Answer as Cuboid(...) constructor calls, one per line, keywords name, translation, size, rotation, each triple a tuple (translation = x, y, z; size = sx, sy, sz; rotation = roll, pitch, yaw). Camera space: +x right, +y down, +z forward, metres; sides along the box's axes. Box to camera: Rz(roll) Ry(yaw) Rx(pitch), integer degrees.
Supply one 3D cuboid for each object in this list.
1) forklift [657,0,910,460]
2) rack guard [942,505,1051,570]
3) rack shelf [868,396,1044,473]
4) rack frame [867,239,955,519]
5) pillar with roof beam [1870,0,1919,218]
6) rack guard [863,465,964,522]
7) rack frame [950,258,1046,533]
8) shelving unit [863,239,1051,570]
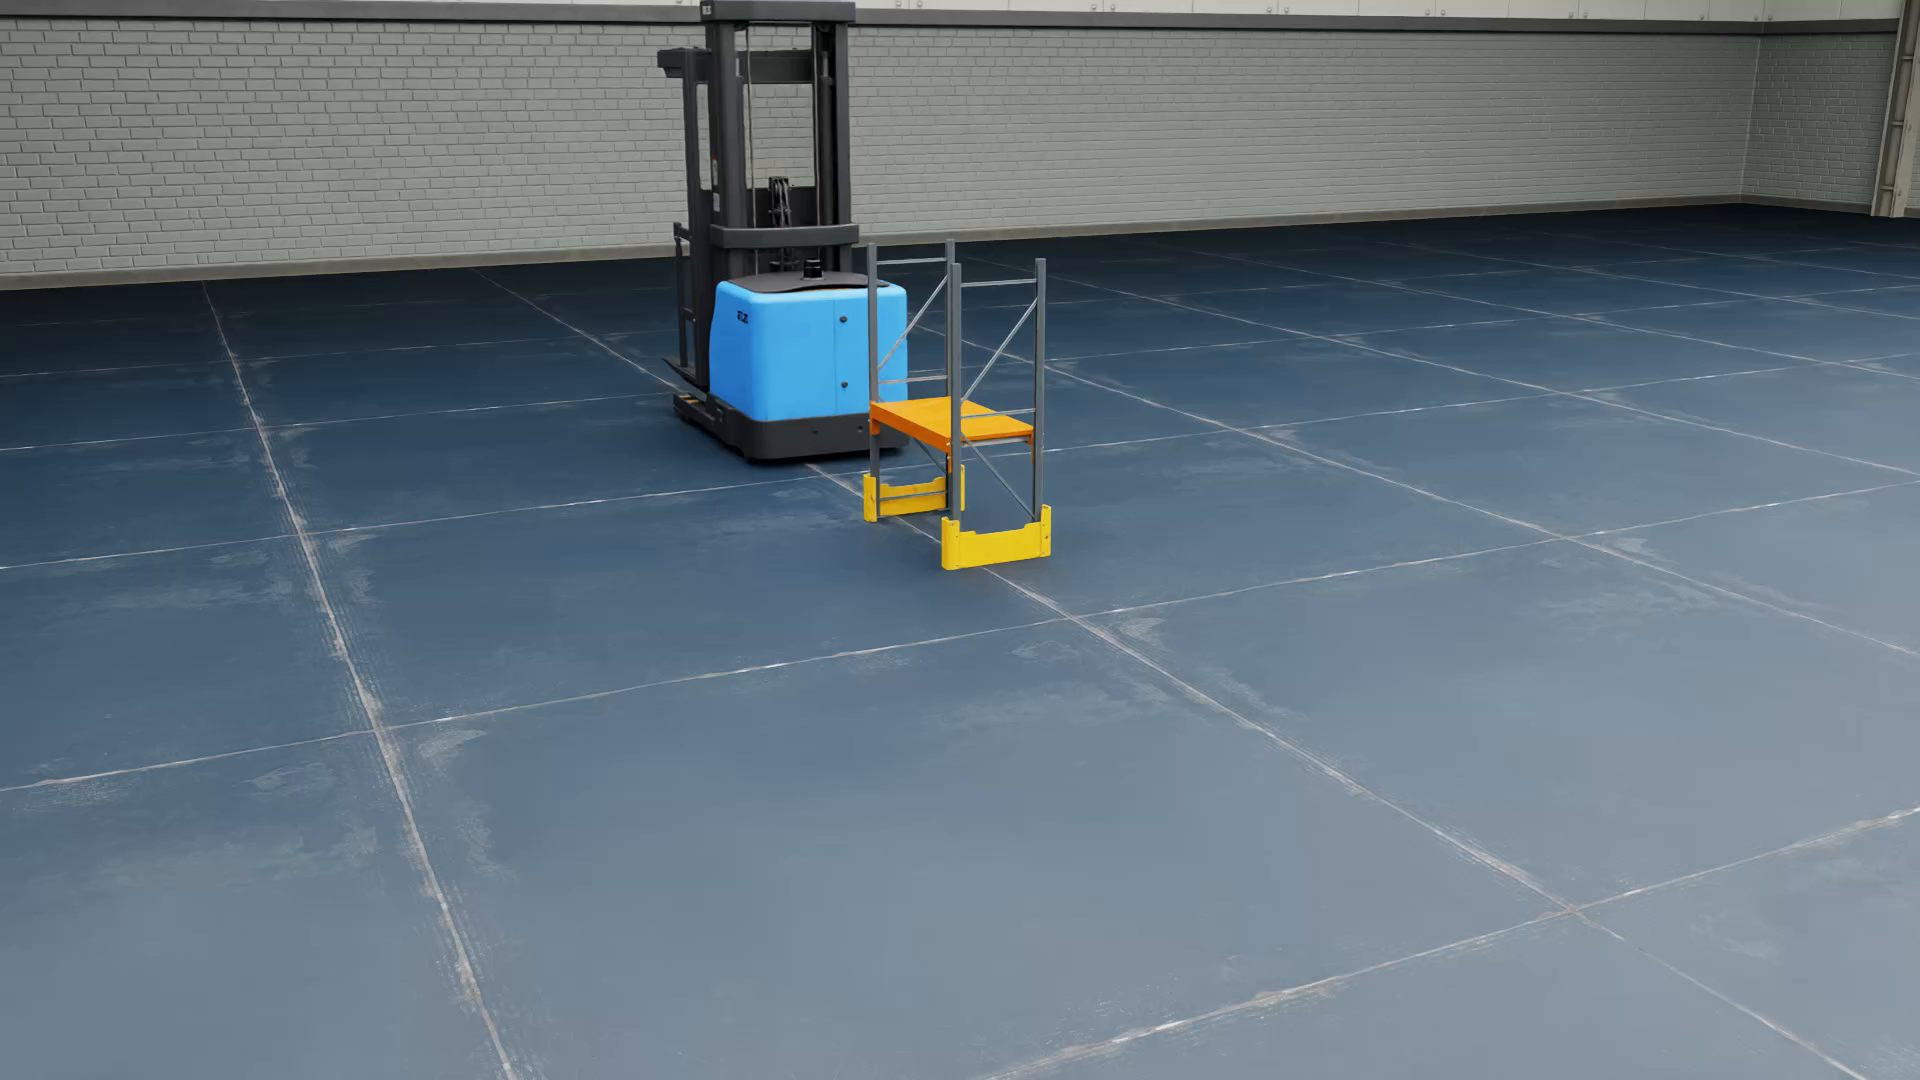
Cuboid(name="forklift", translation=(-1.377, -2.265, 11.332), size=(1.130, 2.935, 3.031), rotation=(-7, 17, -23))
Cuboid(name="rack guard", translation=(0.185, -0.016, 8.352), size=(0.587, 0.250, 0.087), rotation=(-8, 18, -25))
Cuboid(name="rack shelf", translation=(-0.037, -0.569, 8.667), size=(0.538, 0.185, 1.000), rotation=(-8, 18, -25))
Cuboid(name="rack frame", translation=(-0.260, -0.868, 9.057), size=(0.500, 1.500, 0.032), rotation=(-8, 18, -25))
Cuboid(name="pillar with roof beam", translation=(11.315, -9.108, 24.176), size=(9.100, 9.000, 0.400), rotation=(-8, 18, -25))
Cuboid(name="rack guard", translation=(-0.252, -0.263, 9.212), size=(0.587, 0.250, 0.087), rotation=(-8, 18, -25))
Cuboid(name="rack frame", translation=(0.185, -0.616, 8.178), size=(0.500, 1.500, 0.032), rotation=(-8, 18, -25))
Cuboid(name="shelving unit", translation=(-0.033, -0.740, 8.610), size=(0.587, 1.500, 1.083), rotation=(-8, 18, -25))
